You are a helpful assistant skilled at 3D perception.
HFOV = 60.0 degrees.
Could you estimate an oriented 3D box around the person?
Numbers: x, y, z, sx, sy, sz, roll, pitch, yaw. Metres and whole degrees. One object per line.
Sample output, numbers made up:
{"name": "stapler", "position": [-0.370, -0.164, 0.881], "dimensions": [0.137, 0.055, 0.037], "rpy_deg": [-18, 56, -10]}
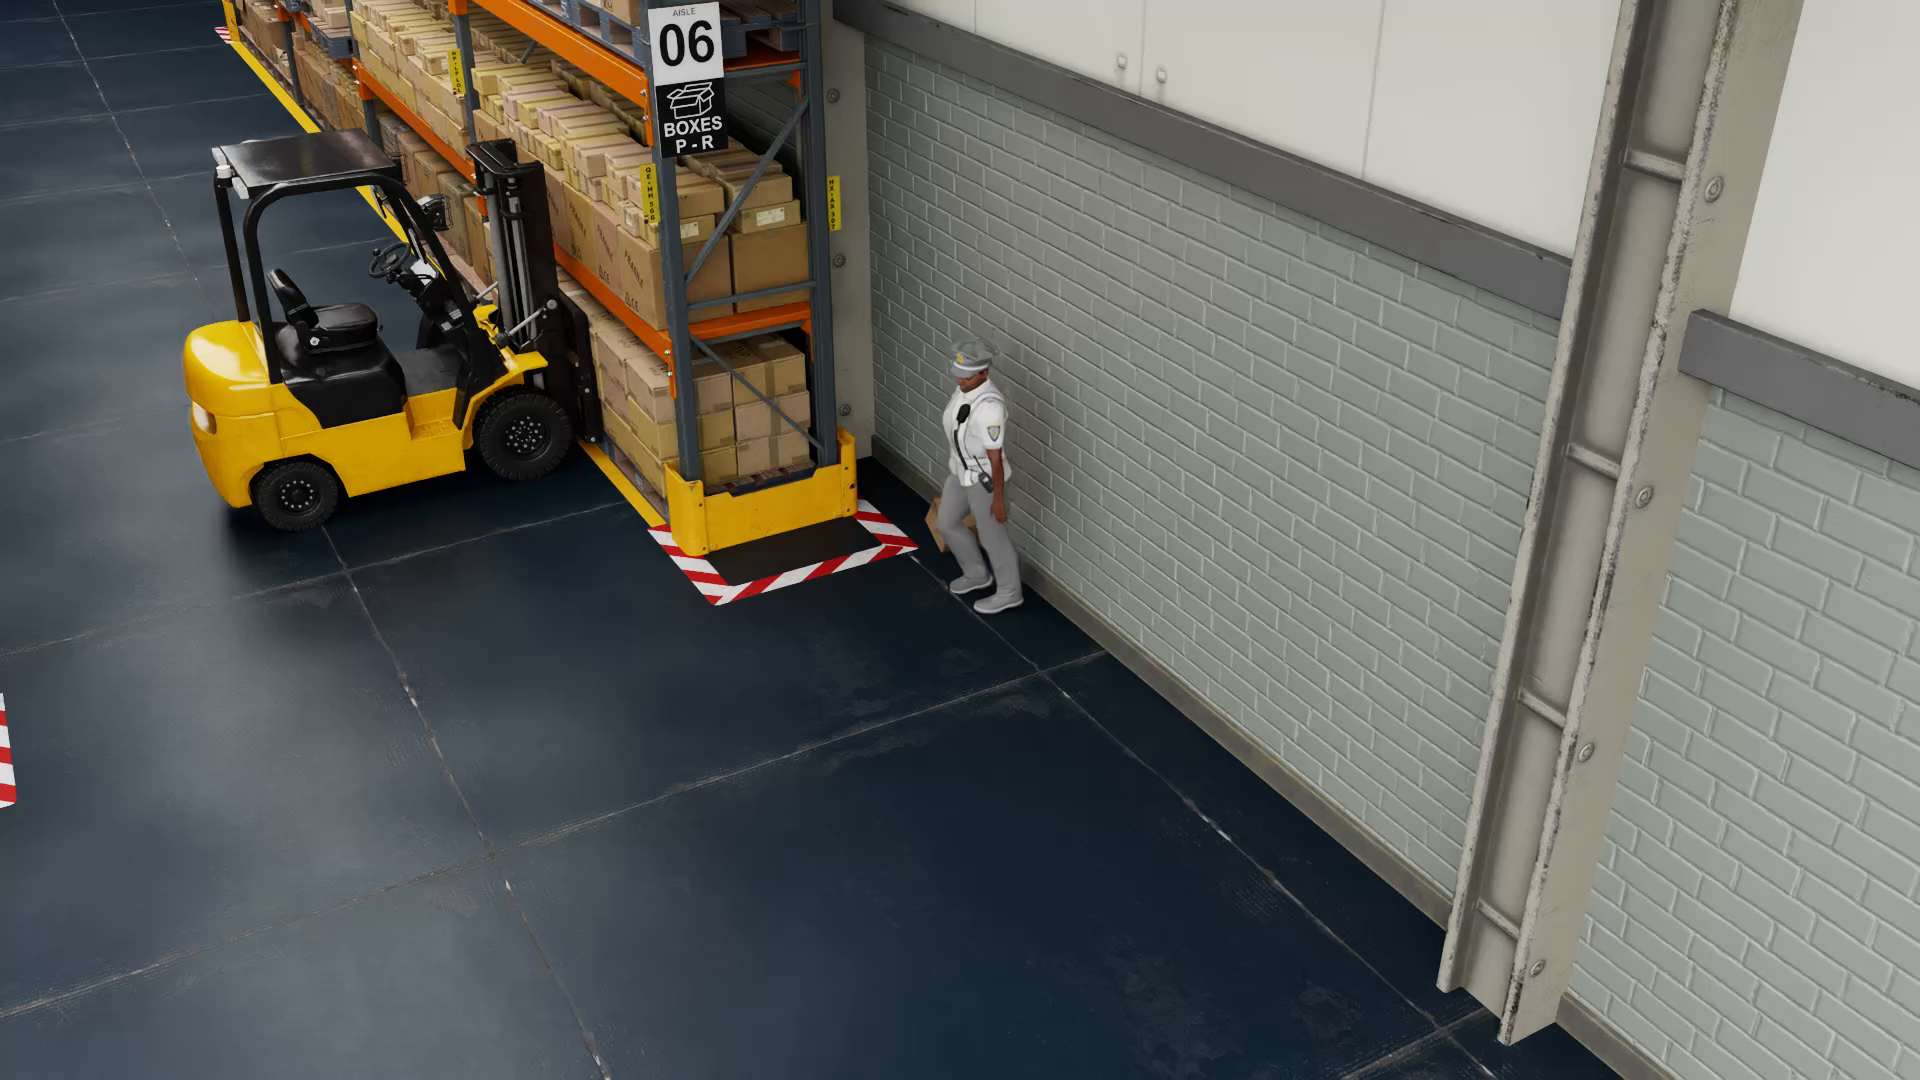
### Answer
{"name": "person", "position": [0.125, -0.333, 9.149], "dimensions": [0.459, 1.676, 0.581], "rpy_deg": [-10, 31, -18]}
